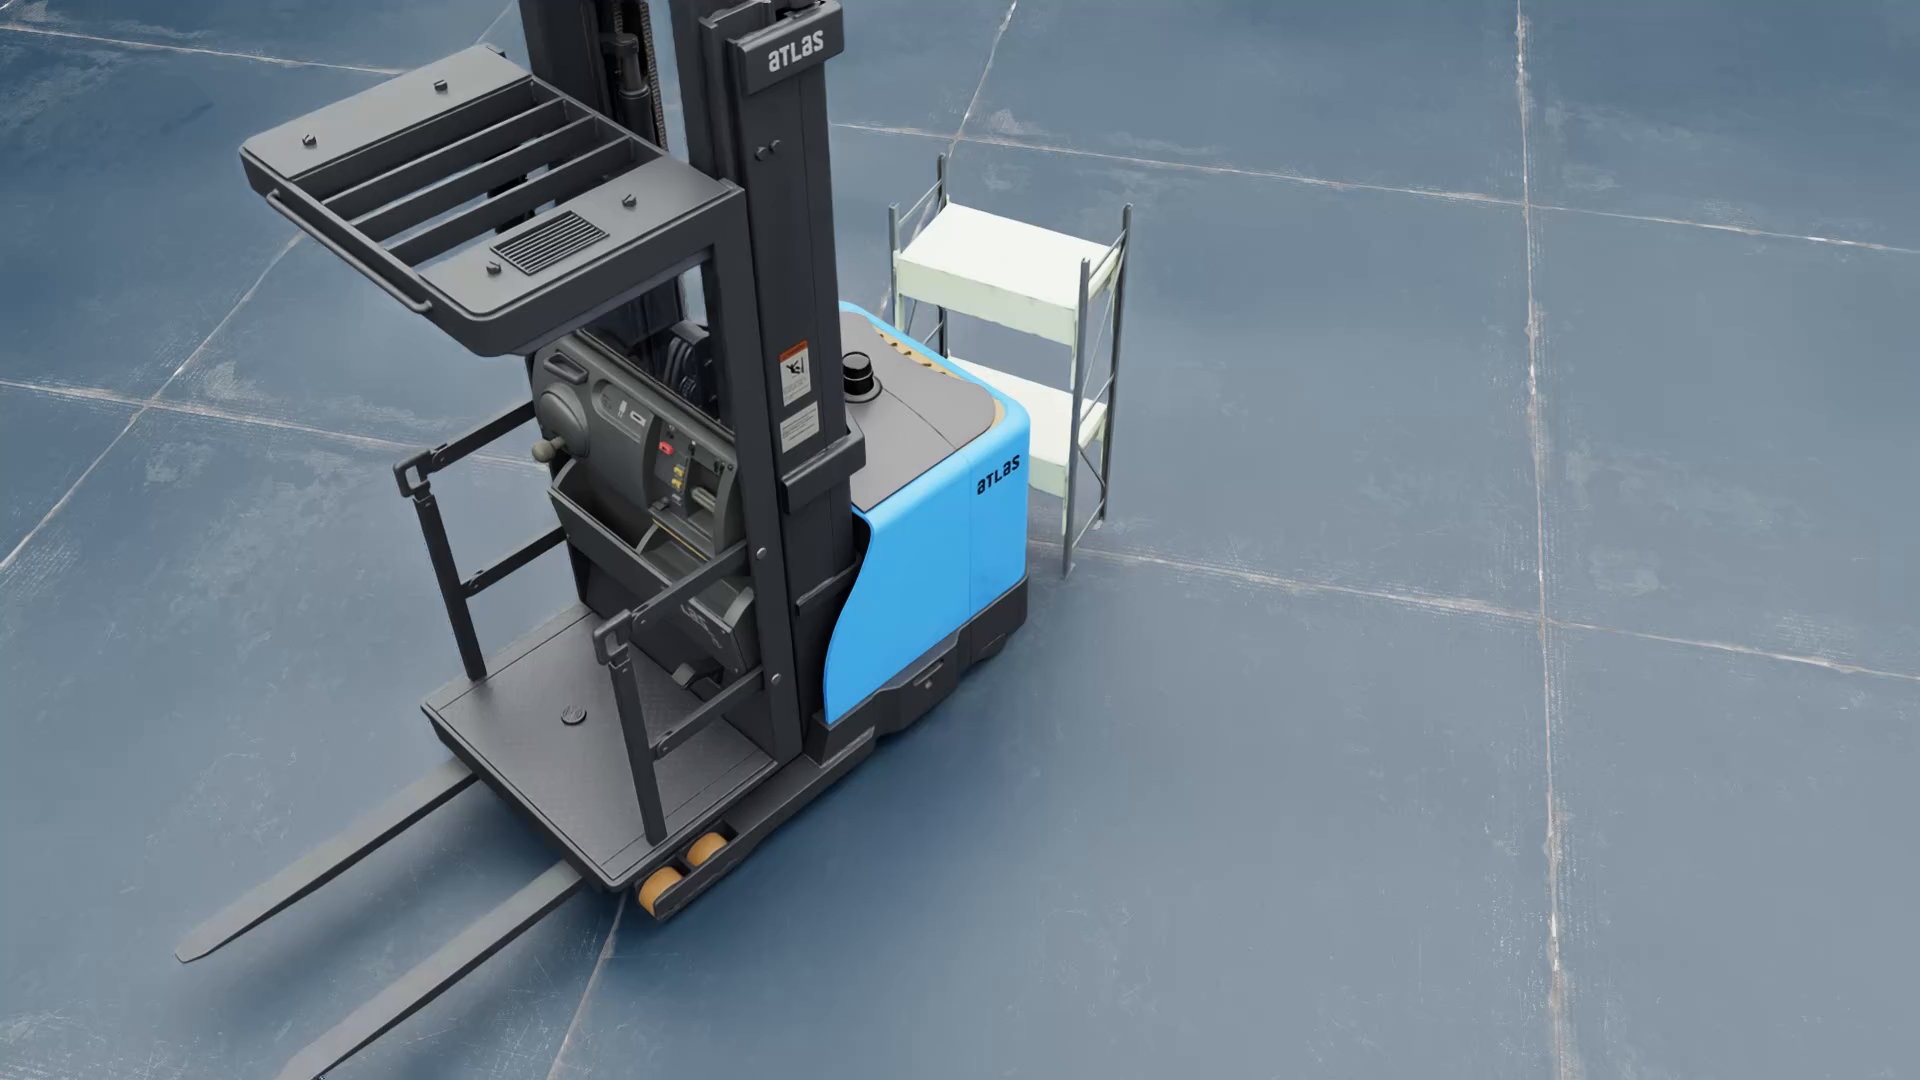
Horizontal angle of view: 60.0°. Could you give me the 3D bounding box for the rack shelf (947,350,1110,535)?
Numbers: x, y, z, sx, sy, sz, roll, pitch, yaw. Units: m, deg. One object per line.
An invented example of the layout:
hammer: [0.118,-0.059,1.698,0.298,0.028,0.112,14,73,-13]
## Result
rack shelf: [0.177,-0.391,6.545,0.720,0.370,0.431,19,47,19]

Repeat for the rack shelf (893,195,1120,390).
rack shelf: [0.177,-0.907,6.049,0.720,0.370,0.431,19,47,19]

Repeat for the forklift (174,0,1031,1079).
forklift: [-1.128,-0.223,4.869,1.130,2.935,3.031,34,53,30]

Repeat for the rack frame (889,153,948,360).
rack frame: [-0.150,-0.741,6.438,0.023,1.500,0.400,19,47,19]

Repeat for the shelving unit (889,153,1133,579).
shelving unit: [0.177,-0.626,6.319,0.755,1.500,0.431,19,47,19]

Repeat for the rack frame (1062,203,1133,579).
rack frame: [0.503,-0.511,6.200,0.023,1.500,0.400,19,47,19]
